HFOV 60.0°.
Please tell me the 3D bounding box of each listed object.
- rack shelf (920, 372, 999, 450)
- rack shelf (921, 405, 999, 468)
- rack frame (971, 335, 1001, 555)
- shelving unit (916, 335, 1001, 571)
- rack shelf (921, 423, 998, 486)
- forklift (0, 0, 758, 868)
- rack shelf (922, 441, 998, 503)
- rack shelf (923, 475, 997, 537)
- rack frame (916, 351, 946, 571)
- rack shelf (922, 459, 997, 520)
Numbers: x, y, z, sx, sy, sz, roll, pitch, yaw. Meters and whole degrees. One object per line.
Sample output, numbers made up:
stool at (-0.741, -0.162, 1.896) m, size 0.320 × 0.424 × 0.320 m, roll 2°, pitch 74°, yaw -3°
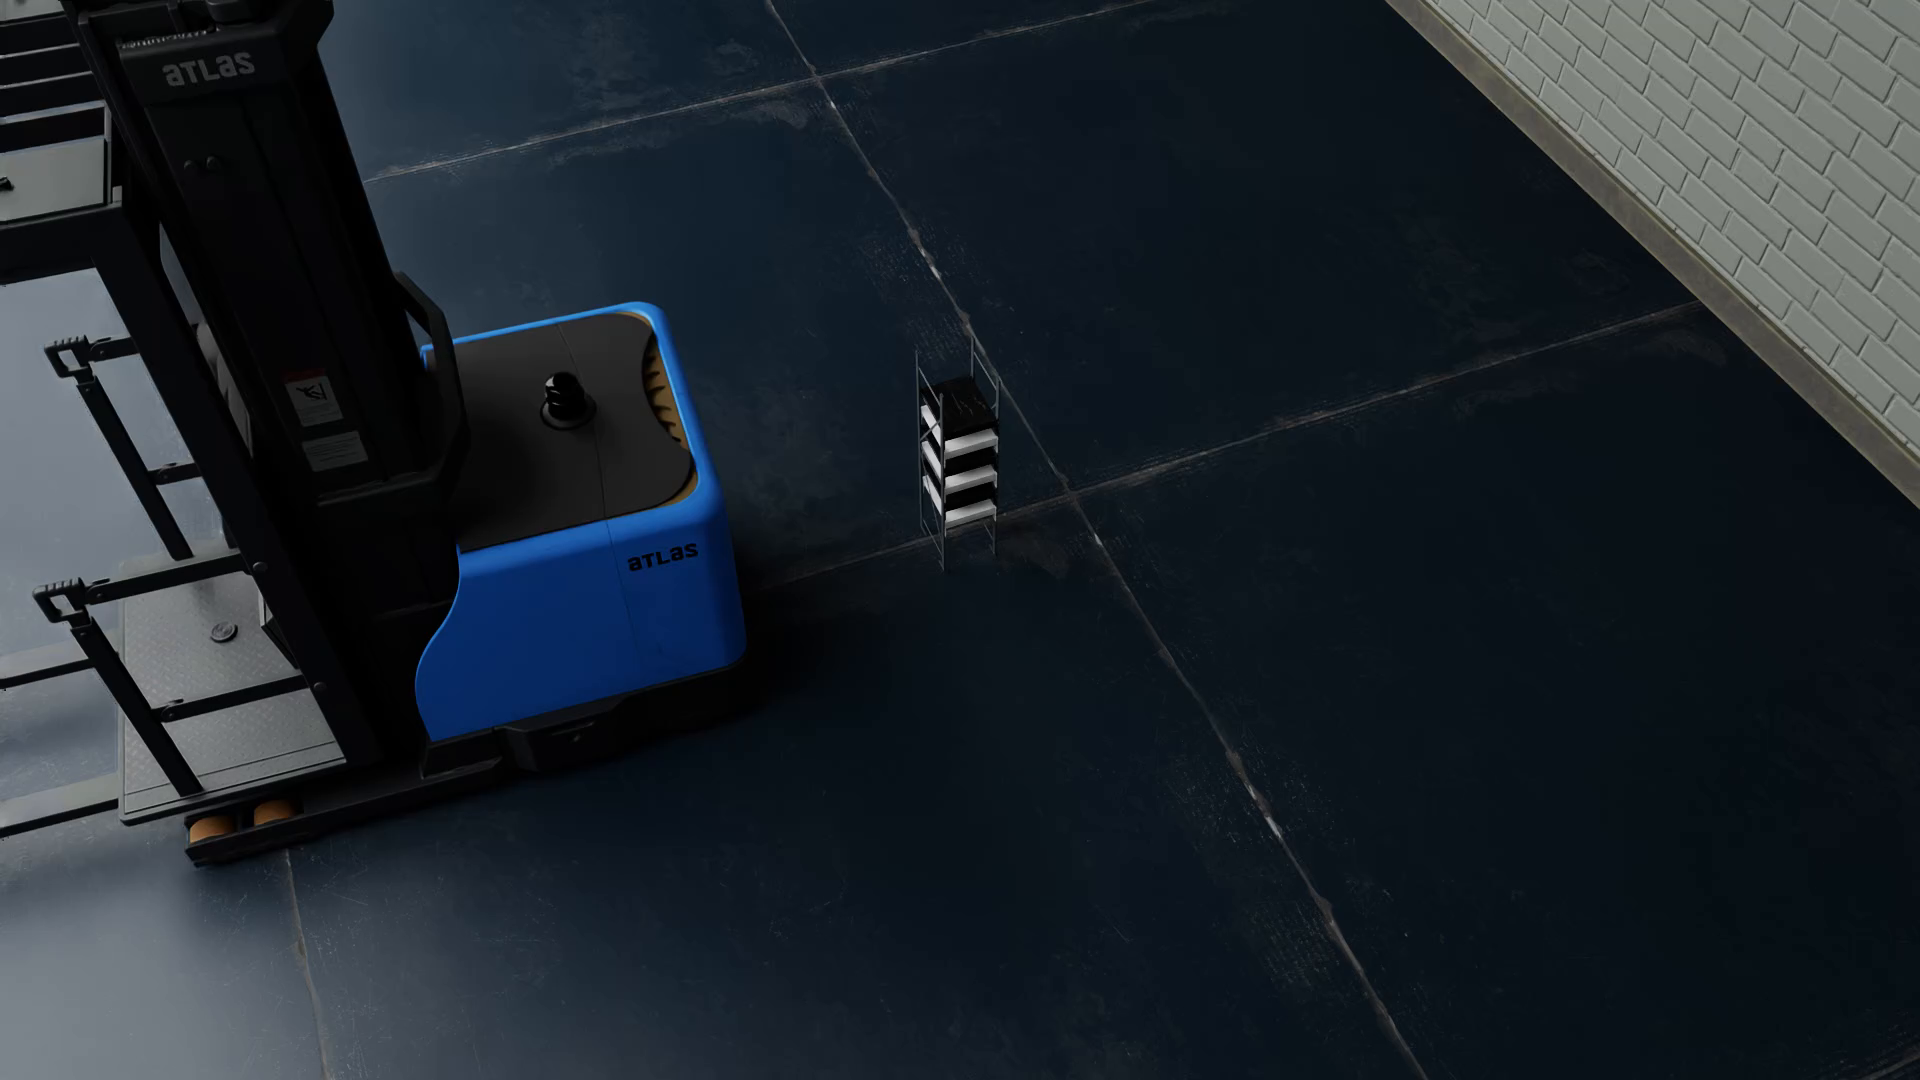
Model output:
rack shelf at (-0.008, -0.445, 5.727) m, size 0.200 × 0.077 × 0.258 m, roll -17°, pitch 52°, yaw -14°
rack shelf at (-0.008, -0.386, 5.795) m, size 0.200 × 0.077 × 0.258 m, roll -17°, pitch 52°, yaw -14°
rack frame at (0.087, -0.320, 5.932) m, size 0.006 × 0.900 × 0.240 m, roll -17°, pitch 52°, yaw -14°
shelving unit at (-0.008, -0.291, 5.907) m, size 0.210 × 0.900 × 0.258 m, roll -17°, pitch 52°, yaw -14°
rack shelf at (-0.008, -0.328, 5.864) m, size 0.200 × 0.077 × 0.258 m, roll -17°, pitch 52°, yaw -14°
forklift at (-2.270, -0.370, 4.635) m, size 3.031 × 2.935 × 1.130 m, roll -14°, pitch 51°, yaw -12°
rack shelf at (-0.008, -0.269, 5.932) m, size 0.200 × 0.077 × 0.258 m, roll -17°, pitch 52°, yaw -14°
rack shelf at (-0.008, -0.152, 6.068) m, size 0.200 × 0.077 × 0.258 m, roll -17°, pitch 52°, yaw -14°
rack frame at (-0.102, -0.262, 5.882) m, size 0.006 × 0.900 × 0.240 m, roll -17°, pitch 52°, yaw -14°
rack shelf at (-0.008, -0.211, 6.000) m, size 0.200 × 0.077 × 0.258 m, roll -17°, pitch 52°, yaw -14°
